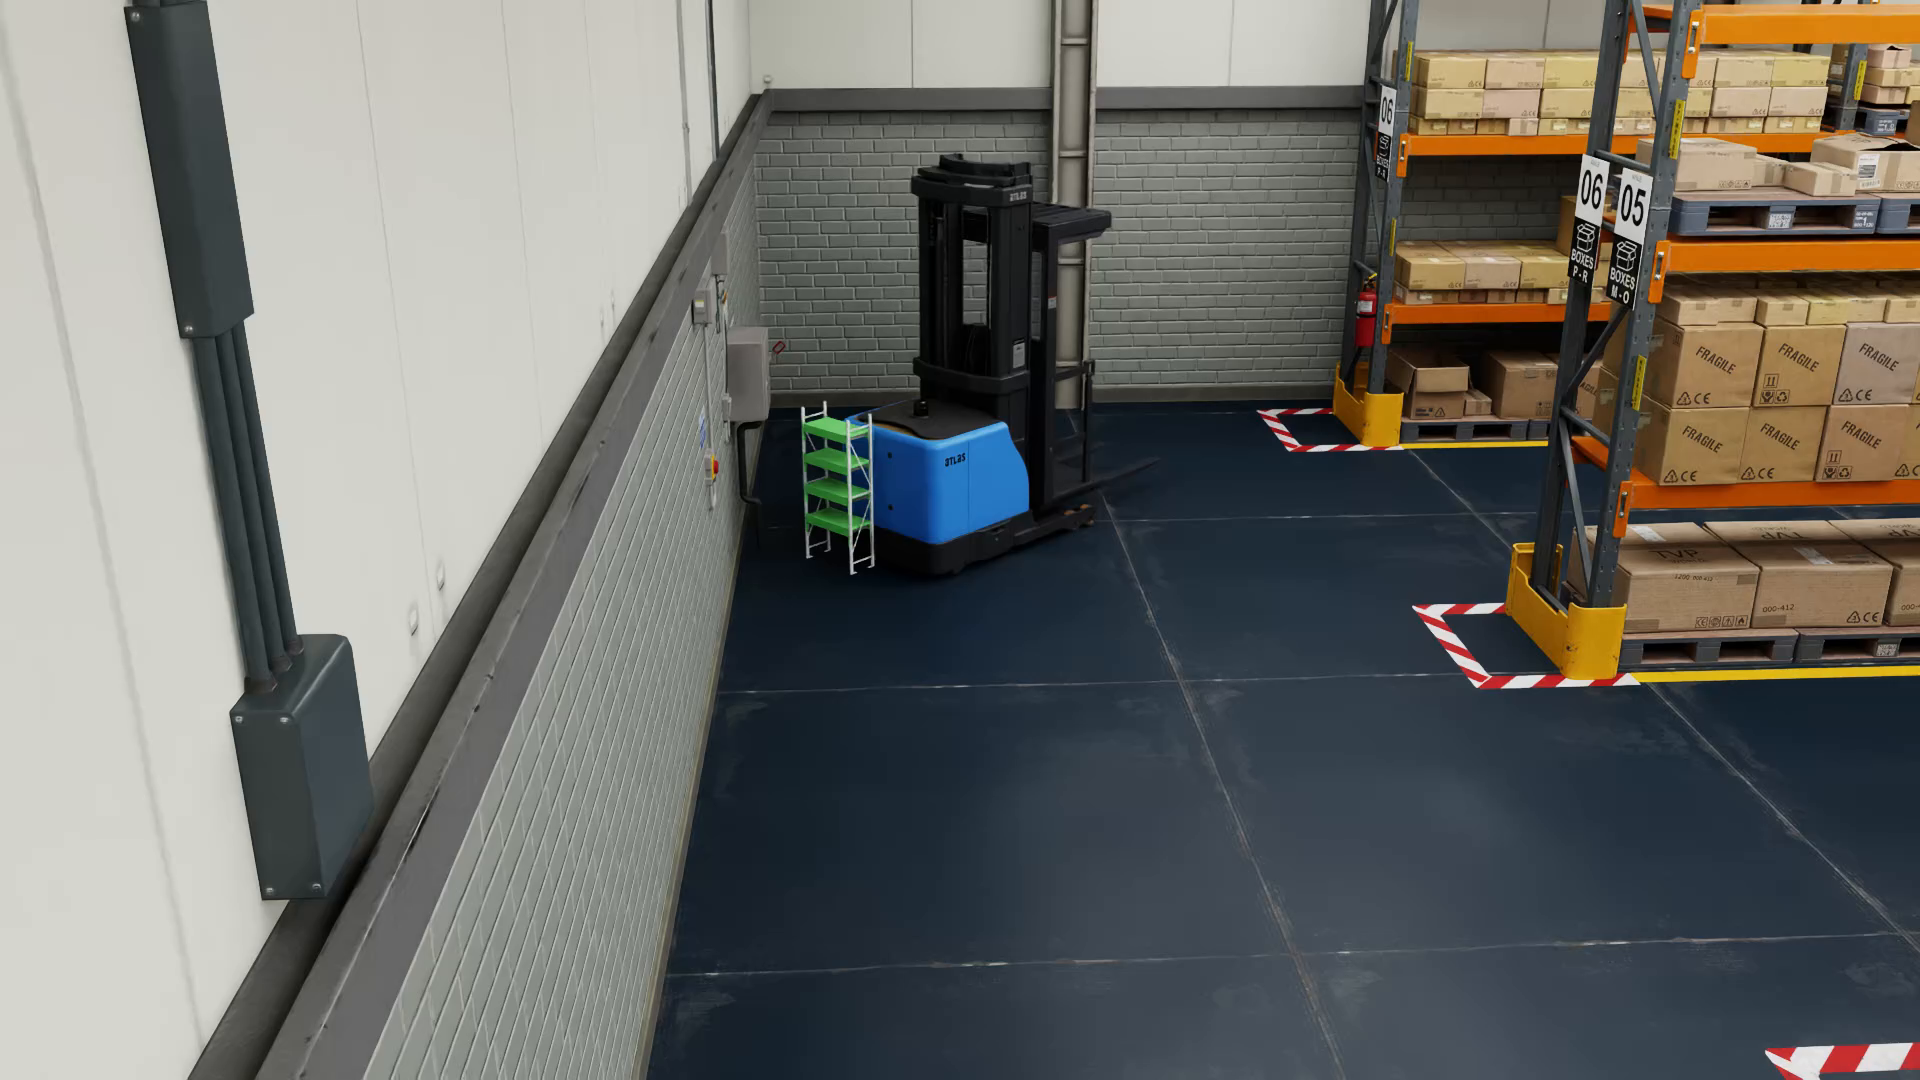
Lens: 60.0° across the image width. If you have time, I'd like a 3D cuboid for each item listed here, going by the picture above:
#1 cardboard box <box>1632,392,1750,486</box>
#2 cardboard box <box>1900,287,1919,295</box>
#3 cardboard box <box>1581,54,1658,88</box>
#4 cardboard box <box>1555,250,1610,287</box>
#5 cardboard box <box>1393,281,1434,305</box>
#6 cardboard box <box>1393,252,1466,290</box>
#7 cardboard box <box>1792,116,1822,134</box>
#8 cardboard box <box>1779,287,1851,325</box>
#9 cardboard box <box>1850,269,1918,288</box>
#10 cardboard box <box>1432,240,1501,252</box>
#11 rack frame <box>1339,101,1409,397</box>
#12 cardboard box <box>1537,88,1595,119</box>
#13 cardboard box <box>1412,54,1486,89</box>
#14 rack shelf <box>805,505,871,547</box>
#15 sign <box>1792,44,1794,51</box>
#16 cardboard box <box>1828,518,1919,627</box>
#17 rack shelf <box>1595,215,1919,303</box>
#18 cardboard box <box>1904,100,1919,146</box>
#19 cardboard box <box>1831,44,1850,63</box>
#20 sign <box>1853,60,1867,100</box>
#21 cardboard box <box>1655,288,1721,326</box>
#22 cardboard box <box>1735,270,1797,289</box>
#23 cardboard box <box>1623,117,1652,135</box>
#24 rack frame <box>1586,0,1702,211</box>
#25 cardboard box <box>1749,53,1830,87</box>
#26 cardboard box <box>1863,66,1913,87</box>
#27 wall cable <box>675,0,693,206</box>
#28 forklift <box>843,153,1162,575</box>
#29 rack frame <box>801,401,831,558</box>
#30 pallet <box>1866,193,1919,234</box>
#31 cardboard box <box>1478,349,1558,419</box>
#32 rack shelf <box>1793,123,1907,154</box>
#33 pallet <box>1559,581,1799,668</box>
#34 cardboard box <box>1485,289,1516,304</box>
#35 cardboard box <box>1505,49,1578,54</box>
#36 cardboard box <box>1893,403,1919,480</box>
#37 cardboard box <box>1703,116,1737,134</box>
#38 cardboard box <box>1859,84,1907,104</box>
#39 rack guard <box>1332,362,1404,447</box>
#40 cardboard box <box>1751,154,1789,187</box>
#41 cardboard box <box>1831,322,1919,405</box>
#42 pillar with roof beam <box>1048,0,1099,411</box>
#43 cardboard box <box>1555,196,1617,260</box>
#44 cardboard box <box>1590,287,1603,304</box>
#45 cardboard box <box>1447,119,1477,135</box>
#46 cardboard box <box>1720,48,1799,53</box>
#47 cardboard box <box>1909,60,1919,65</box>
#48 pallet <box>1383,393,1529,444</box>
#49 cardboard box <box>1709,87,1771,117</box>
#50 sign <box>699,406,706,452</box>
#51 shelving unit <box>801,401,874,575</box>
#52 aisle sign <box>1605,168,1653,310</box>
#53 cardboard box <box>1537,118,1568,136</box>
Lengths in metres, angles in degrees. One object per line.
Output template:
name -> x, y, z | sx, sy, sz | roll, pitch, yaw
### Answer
cardboard box -> 4.581, -0.661, 10.501 | 0.500, 0.500, 0.500 | -1, 21, -3
cardboard box -> 6.006, -1.449, 10.254 | 0.250, 0.149, 0.380 | -2, 21, -4
cardboard box -> 5.773, -4.126, 14.618 | 0.500, 0.250, 0.500 | -1, 21, -2
cardboard box -> 5.785, -2.492, 15.243 | 0.500, 0.250, 0.500 | -2, 21, -4
cardboard box -> 4.142, -2.261, 15.198 | 0.250, 0.149, 0.380 | -1, 21, -3
cardboard box -> 4.266, -2.452, 15.138 | 0.500, 0.250, 0.500 | -1, 21, -3
cardboard box -> 7.449, -3.723, 14.821 | 0.250, 0.149, 0.380 | -1, 21, -3
cardboard box -> 5.241, -1.439, 10.228 | 0.250, 0.149, 0.380 | -2, 21, -5
cardboard box -> 5.966, -1.646, 10.771 | 0.250, 0.149, 0.380 | 0, 21, -1
cardboard box -> 4.757, -2.652, 15.664 | 0.500, 0.250, 0.500 | -1, 21, -3
rack frame -> 3.798, -2.470, 15.392 | 0.127, 3.000, 1.000 | -1, 21, -3
cardboard box -> 5.274, -3.876, 14.662 | 0.500, 0.250, 0.500 | -2, 21, -5
cardboard box -> 4.255, -4.094, 14.532 | 0.500, 0.250, 0.500 | -1, 21, -4
rack shelf -> -0.914, -0.108, 12.574 | 0.480, 0.148, 0.258 | 18, 28, 40
sign -> 7.756, -4.575, 15.427 | 0.005, 0.325, 0.100 | -1, 21, -3
cardboard box -> 6.552, 0.207, 11.374 | 0.875, 0.438, 0.875 | -2, 21, -5
rack shelf -> 6.082, -1.813, 10.462 | 4.000, 0.370, 1.077 | -1, 21, -3
cardboard box -> 6.106, -2.386, 10.084 | 0.500, 0.500, 0.500 | -1, 21, -2
cardboard box -> 8.093, -4.441, 14.977 | 0.258, 0.266, 0.396 | -1, 21, -4
sign -> 7.830, -4.002, 14.474 | 0.005, 0.325, 0.100 | -1, 21, -3
cardboard box -> 4.455, -1.432, 10.210 | 0.250, 0.149, 0.380 | -1, 21, -2
cardboard box -> 5.191, -1.641, 10.759 | 0.250, 0.149, 0.380 | -1, 21, -2
cardboard box -> 5.914, -3.681, 14.712 | 0.250, 0.149, 0.380 | -1, 21, -2
rack frame -> 4.085, -3.510, 9.693 | 0.127, 3.000, 1.000 | -1, 21, -3
cardboard box -> 7.301, -4.159, 14.705 | 0.500, 0.250, 0.500 | -1, 21, -3
cardboard box -> 8.115, -4.068, 14.577 | 0.250, 0.149, 0.380 | -1, 21, -1
wall cable -> -1.578, -3.294, 9.127 | 0.029, 3.000, 0.463 | -1, 21, -3
forklift -> 0.468, -1.552, 13.078 | 1.130, 2.935, 3.031 | 18, 27, 40
rack frame -> -1.092, -0.452, 12.621 | 0.015, 1.200, 0.240 | 18, 28, 40
pallet -> 6.046, -2.111, 10.360 | 1.213, 0.211, 1.003 | -1, 21, -3
cardboard box -> 5.270, -1.480, 15.715 | 0.500, 0.500, 0.700 | 0, 21, -1
rack shelf -> 9.788, -3.657, 15.306 | 4.000, 0.370, 1.077 | -1, 21, -3
pallet -> 4.879, 0.553, 11.373 | 1.213, 0.211, 1.003 | -1, 21, -3
cardboard box -> 4.909, -2.284, 15.258 | 0.250, 0.149, 0.380 | -1, 21, -1
cardboard box -> 5.259, -4.307, 15.091 | 0.500, 0.250, 0.500 | -1, 21, -3
cardboard box -> 6.092, -0.701, 10.606 | 0.500, 0.500, 0.500 | 0, 21, -1
cardboard box -> 6.691, -3.713, 14.796 | 0.250, 0.149, 0.380 | -1, 21, -3
cardboard box -> 8.112, -3.943, 14.669 | 0.250, 0.149, 0.380 | -1, 21, -2
rack guard -> 3.874, -1.303, 15.841 | 0.348, 0.500, 1.175 | -1, 21, -3
cardboard box -> 4.943, -2.312, 10.384 | 0.250, 0.149, 0.380 | -3, 21, -7
cardboard box -> 5.609, -1.155, 10.394 | 0.500, 0.500, 0.500 | -1, 21, -3
pillar with roof beam -> 1.300, -4.009, 11.005 | 0.400, 9.000, 9.100 | -1, 21, -3
cardboard box -> 5.764, -2.833, 15.085 | 0.500, 0.500, 0.500 | -1, 21, -2
cardboard box -> 5.692, -2.283, 15.253 | 0.250, 0.149, 0.380 | -1, 21, -2
cardboard box -> 4.390, -3.693, 14.741 | 0.250, 0.149, 0.380 | -1, 21, -2
cardboard box -> 7.281, -4.346, 15.195 | 0.500, 0.250, 0.500 | -1, 21, -4
cardboard box -> 8.589, -4.286, 15.152 | 0.250, 0.149, 0.380 | -2, 21, -4
pallet -> 4.670, -1.184, 15.935 | 1.213, 0.211, 1.003 | -1, 21, -3
cardboard box -> 6.806, -3.909, 14.748 | 0.500, 0.250, 0.500 | -2, 21, -5
sign -> -1.602, -0.691, 10.342 | 0.001, 0.218, 0.327 | -1, 21, -3
shelving unit -> -0.914, -0.392, 12.465 | 0.503, 1.200, 0.258 | 18, 28, 40
aisle sign -> 4.030, -1.817, 10.024 | 0.004, 0.787, 0.394 | -1, 21, -3
cardboard box -> 5.162, -3.668, 14.677 | 0.250, 0.149, 0.380 | -1, 21, -3
